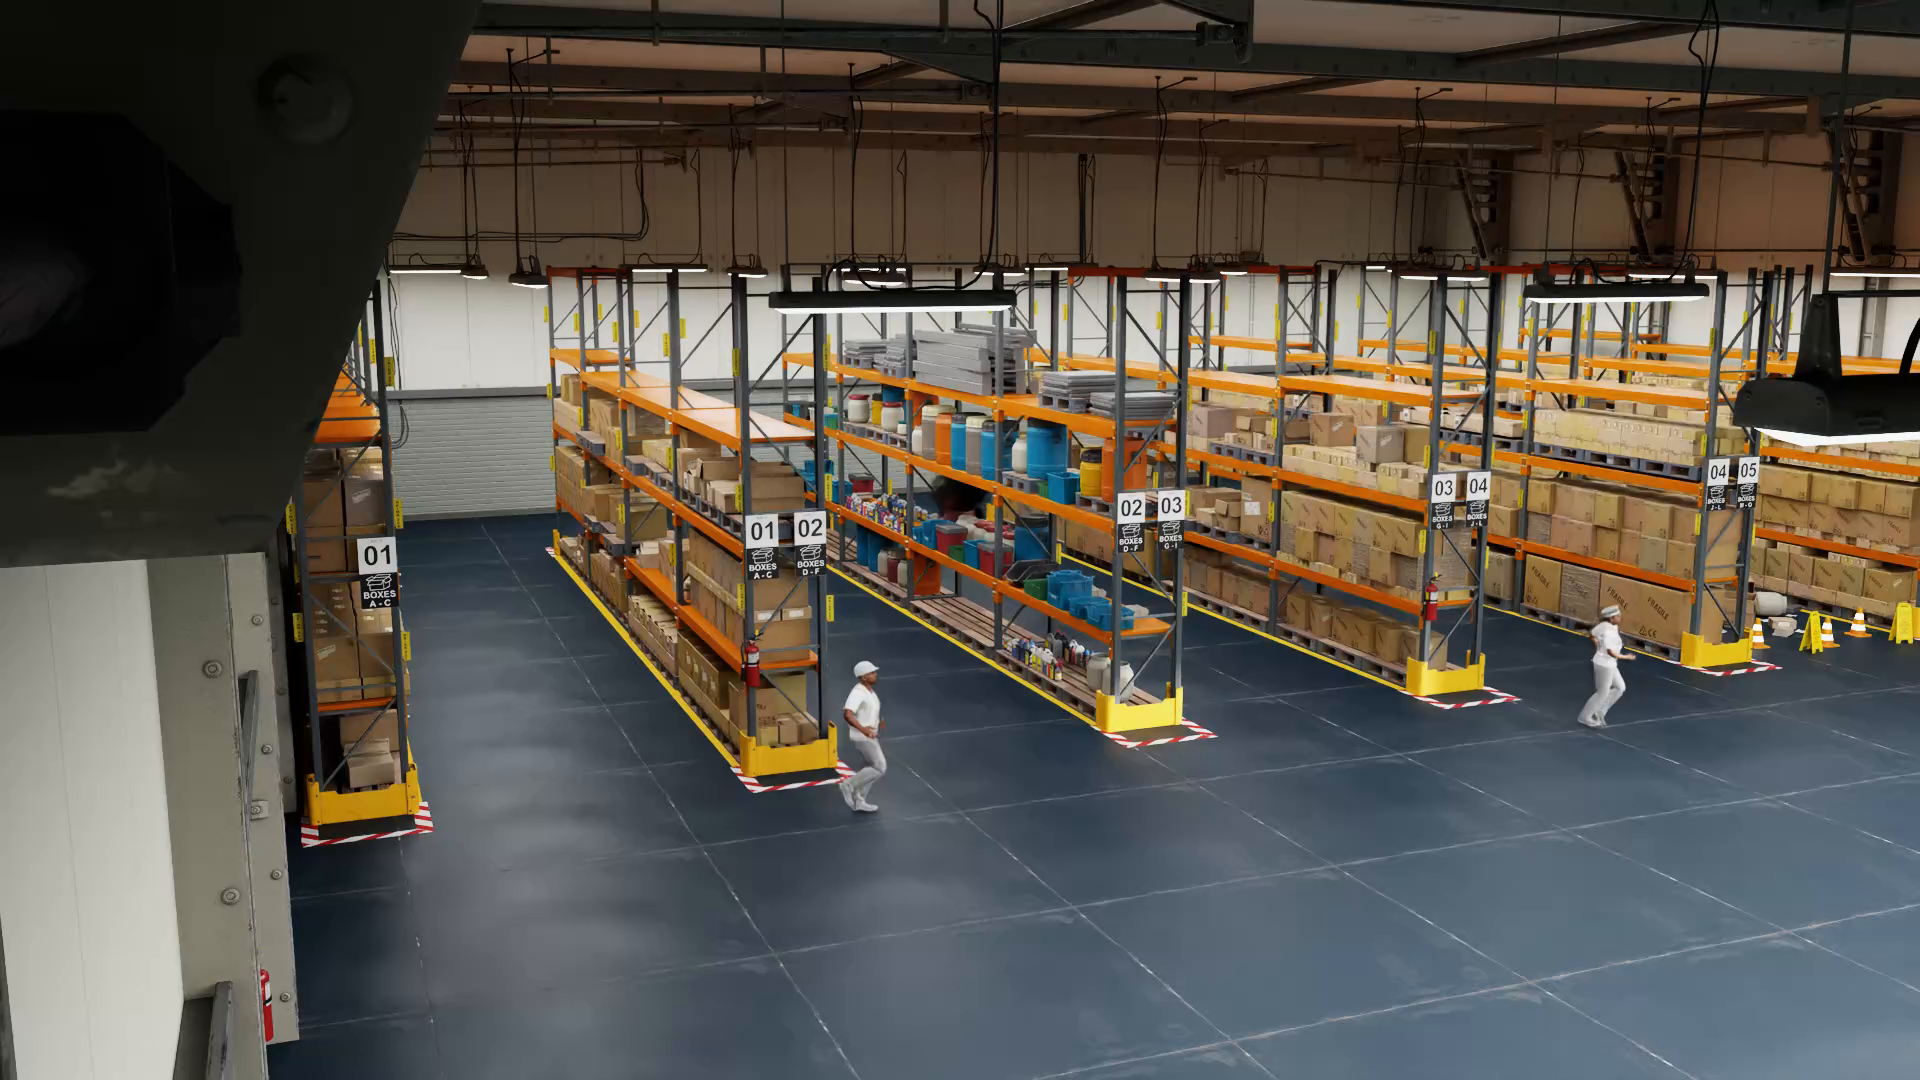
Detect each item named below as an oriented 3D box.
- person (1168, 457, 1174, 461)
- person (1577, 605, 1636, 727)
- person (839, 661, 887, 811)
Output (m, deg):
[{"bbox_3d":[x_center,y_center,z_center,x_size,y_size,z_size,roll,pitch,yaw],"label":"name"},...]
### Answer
[{"bbox_3d":[4.822,-1.059,38.103,0.628,1.676,0.671,-3,10,-15],"label":"person"},{"bbox_3d":[8.640,1.697,22.176,0.680,1.724,0.588,3,10,18],"label":"person"},{"bbox_3d":[-1.091,2.227,18.948,0.542,1.716,0.732,1,10,6],"label":"person"}]
